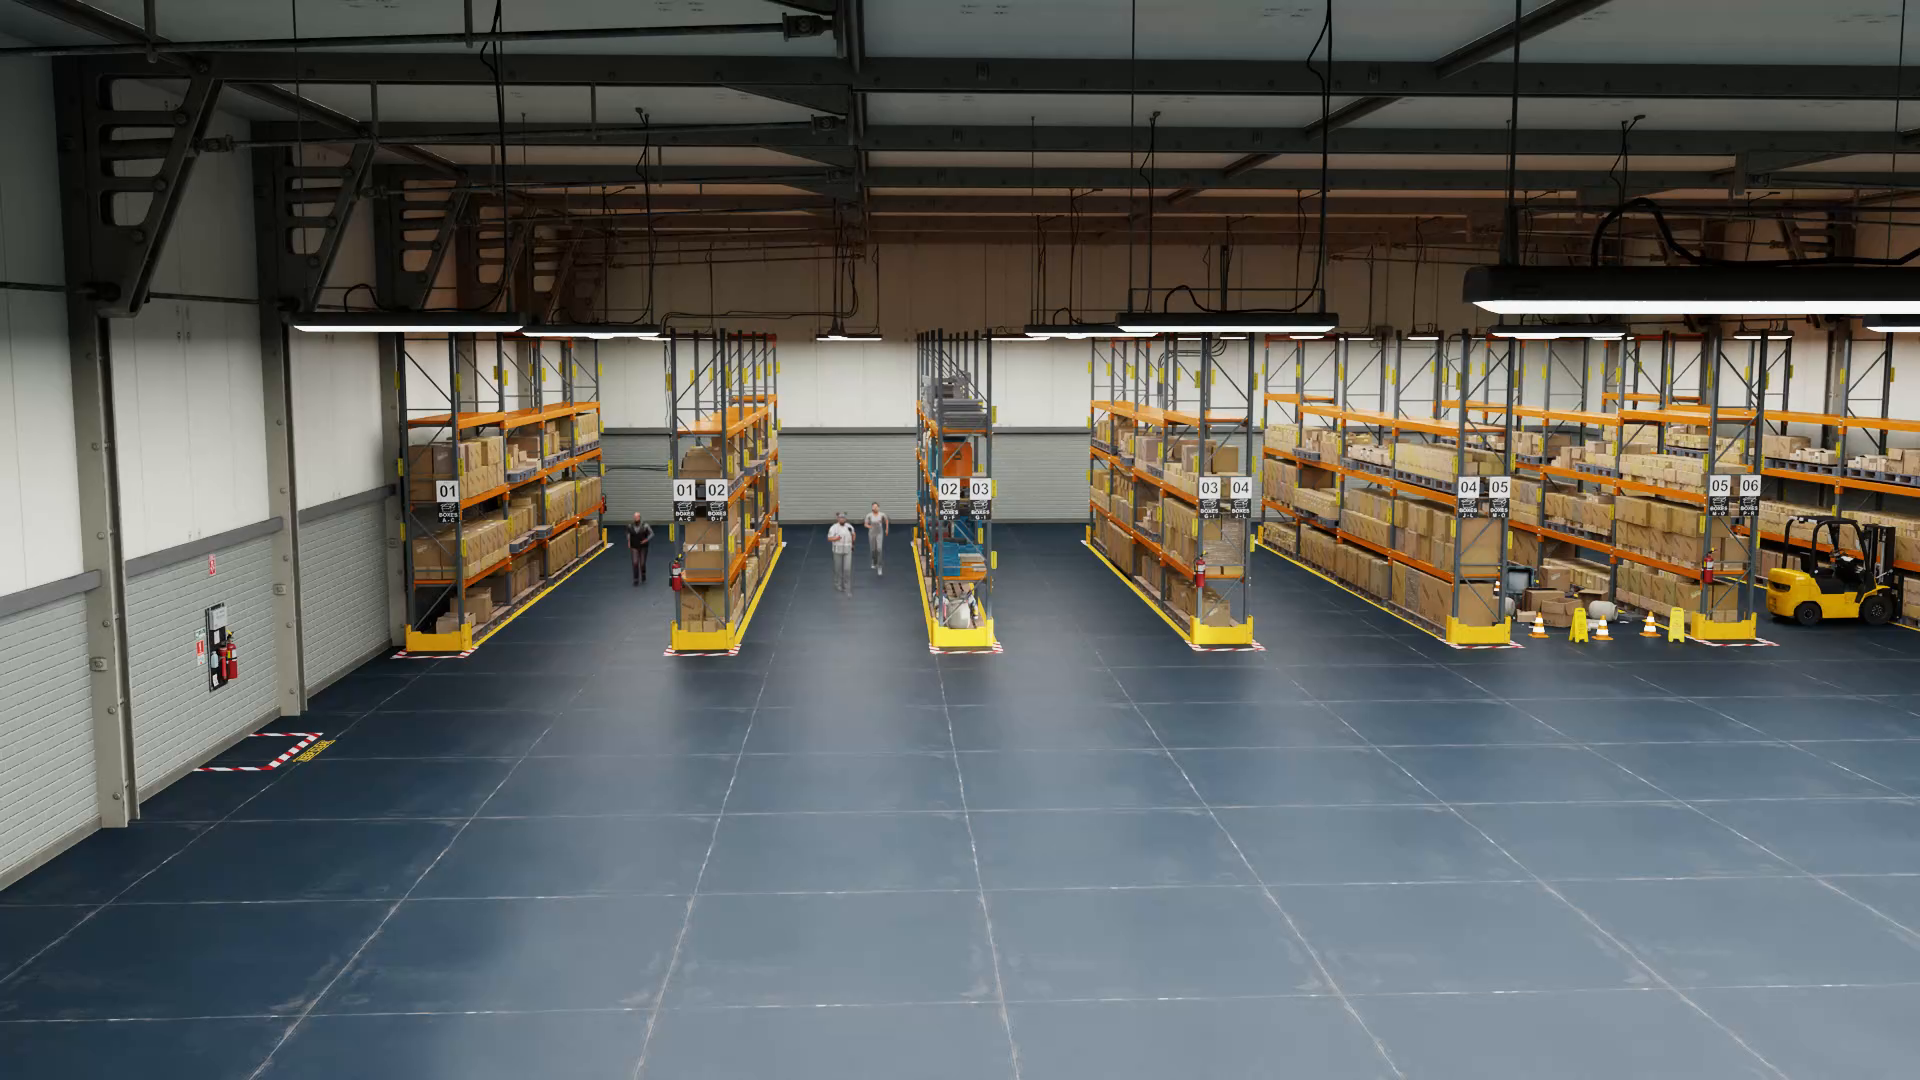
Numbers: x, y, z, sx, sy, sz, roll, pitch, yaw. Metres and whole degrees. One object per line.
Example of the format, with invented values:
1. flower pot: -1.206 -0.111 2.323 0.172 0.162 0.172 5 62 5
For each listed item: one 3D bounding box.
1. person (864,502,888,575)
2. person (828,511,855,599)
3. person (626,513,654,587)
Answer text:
1. person: -2.020 -0.056 40.171 0.584 1.738 0.742 0 7 -2
2. person: -2.557 0.307 36.217 0.640 1.894 0.729 -1 7 -11
3. person: -7.600 0.226 39.530 0.675 1.774 0.766 0 7 -1
